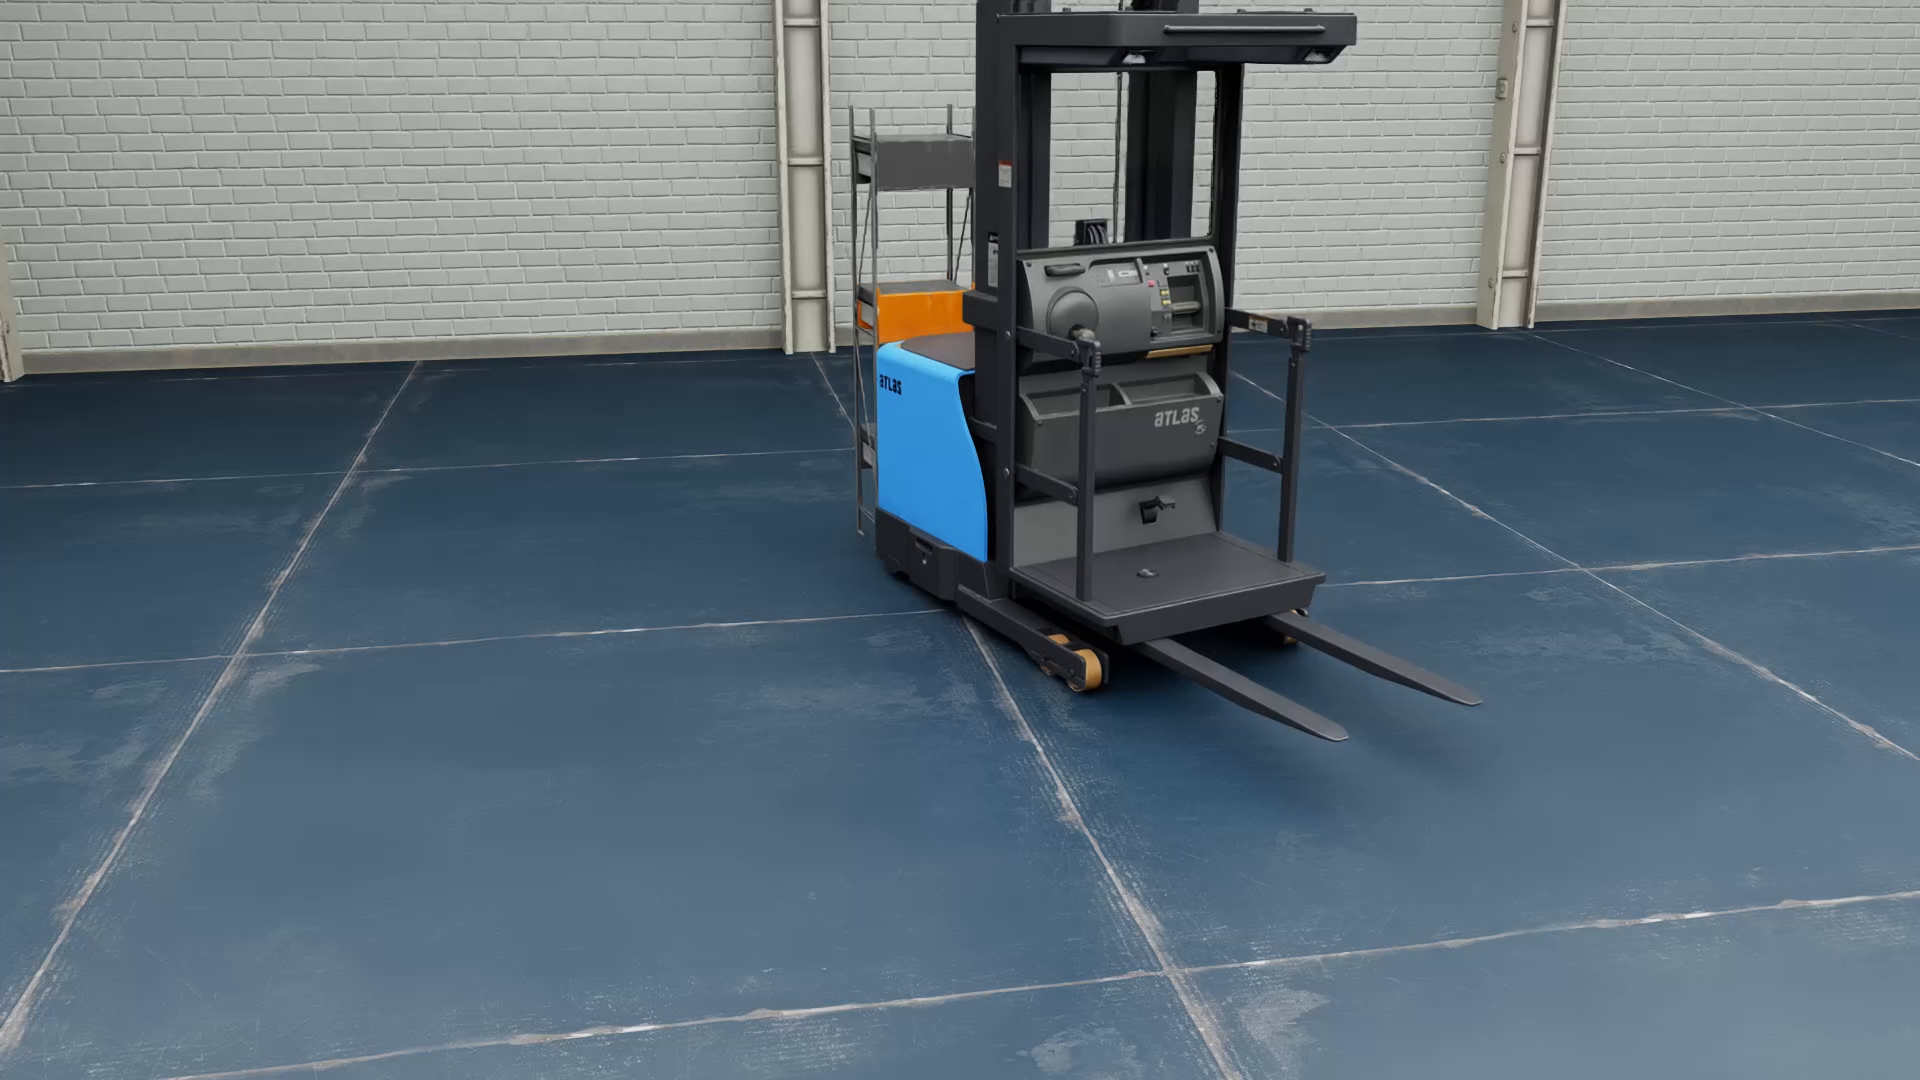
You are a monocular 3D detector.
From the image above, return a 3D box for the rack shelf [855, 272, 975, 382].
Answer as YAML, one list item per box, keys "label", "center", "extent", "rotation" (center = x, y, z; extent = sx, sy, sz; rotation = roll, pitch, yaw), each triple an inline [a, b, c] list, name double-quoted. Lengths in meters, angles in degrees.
- label: "rack shelf"
  center: [-0.222, -1.000, 8.039]
  extent: [0.480, 0.518, 0.431]
  rotation: [-6, 18, -18]

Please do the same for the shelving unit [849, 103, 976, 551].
- label: "shelving unit"
  center: [-0.222, -1.013, 8.035]
  extent: [0.503, 2.100, 0.431]
  rotation: [-6, 18, -18]

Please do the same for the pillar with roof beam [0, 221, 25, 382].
- label: "pillar with roof beam"
  center: [-6.277, -4.241, 6.794]
  extent: [0.400, 9.000, 9.100]
  rotation: [-3, 17, -10]

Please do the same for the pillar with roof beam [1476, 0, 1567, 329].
- label: "pillar with roof beam"
  center: [5.505, -4.910, 8.970]
  extent: [0.400, 9.000, 9.100]
  rotation: [-3, 17, -10]

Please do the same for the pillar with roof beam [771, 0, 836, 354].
- label: "pillar with roof beam"
  center: [-0.386, -4.576, 7.882]
  extent: [0.400, 9.000, 9.100]
  rotation: [-3, 17, -10]

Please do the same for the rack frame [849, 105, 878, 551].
- label: "rack frame"
  center: [-0.453, -0.990, 7.960]
  extent: [0.015, 2.100, 0.400]
  rotation: [-6, 18, -18]

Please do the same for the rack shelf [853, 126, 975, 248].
- label: "rack shelf"
  center: [-0.222, -1.669, 7.833]
  extent: [0.480, 0.518, 0.431]
  rotation: [-6, 18, -18]

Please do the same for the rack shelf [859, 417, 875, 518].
- label: "rack shelf"
  center: [-0.222, -0.331, 8.244]
  extent: [0.480, 0.518, 0.431]
  rotation: [-6, 18, -18]

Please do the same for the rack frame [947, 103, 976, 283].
- label: "rack frame"
  center: [0.009, -1.036, 8.109]
  extent: [0.015, 2.100, 0.400]
  rotation: [-6, 18, -18]

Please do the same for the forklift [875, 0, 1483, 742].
- label: "forklift"
  center: [0.769, -0.968, 6.470]
  extent: [1.130, 2.935, 3.031]
  rotation: [-9, 19, -28]
